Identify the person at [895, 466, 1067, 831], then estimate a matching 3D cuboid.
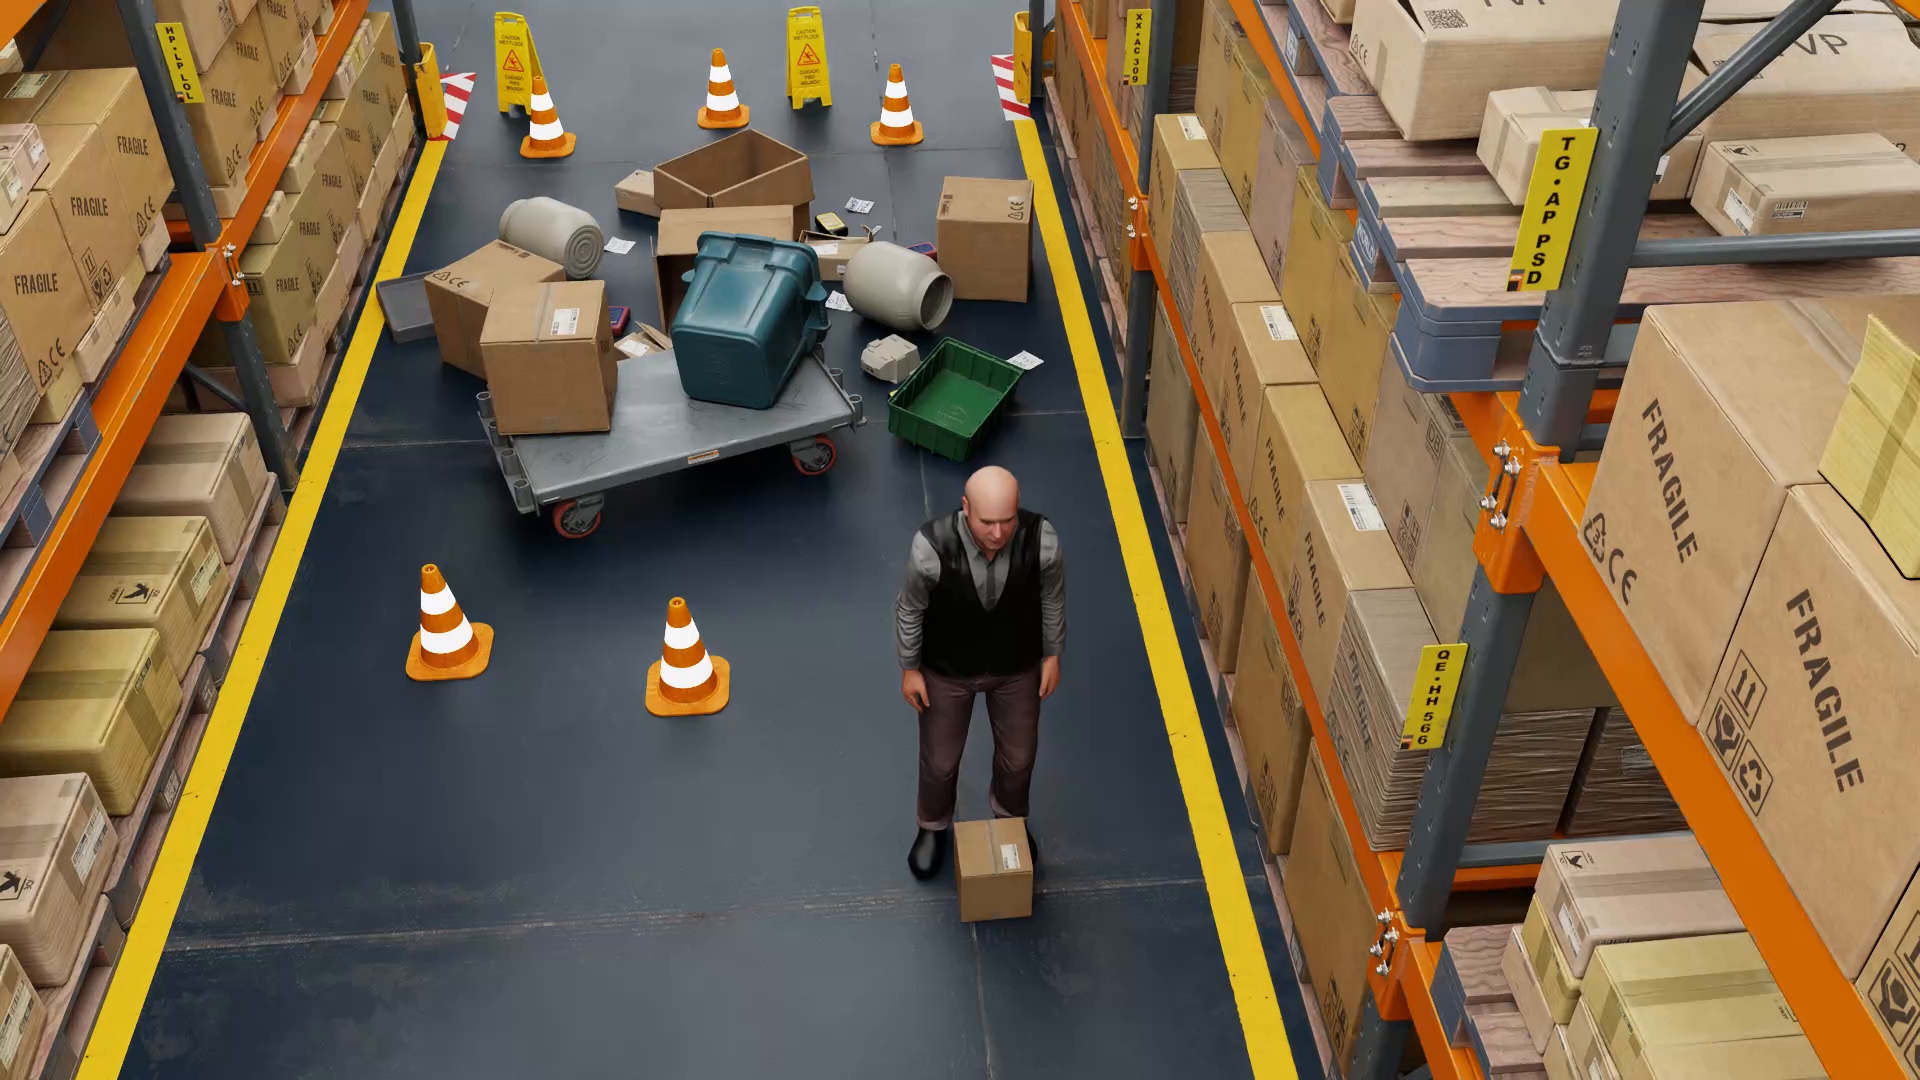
[{"bbox_3d":[0.072,0.433,5.674,0.576,1.560,0.410,-5,39,-6],"label":"person"}]
